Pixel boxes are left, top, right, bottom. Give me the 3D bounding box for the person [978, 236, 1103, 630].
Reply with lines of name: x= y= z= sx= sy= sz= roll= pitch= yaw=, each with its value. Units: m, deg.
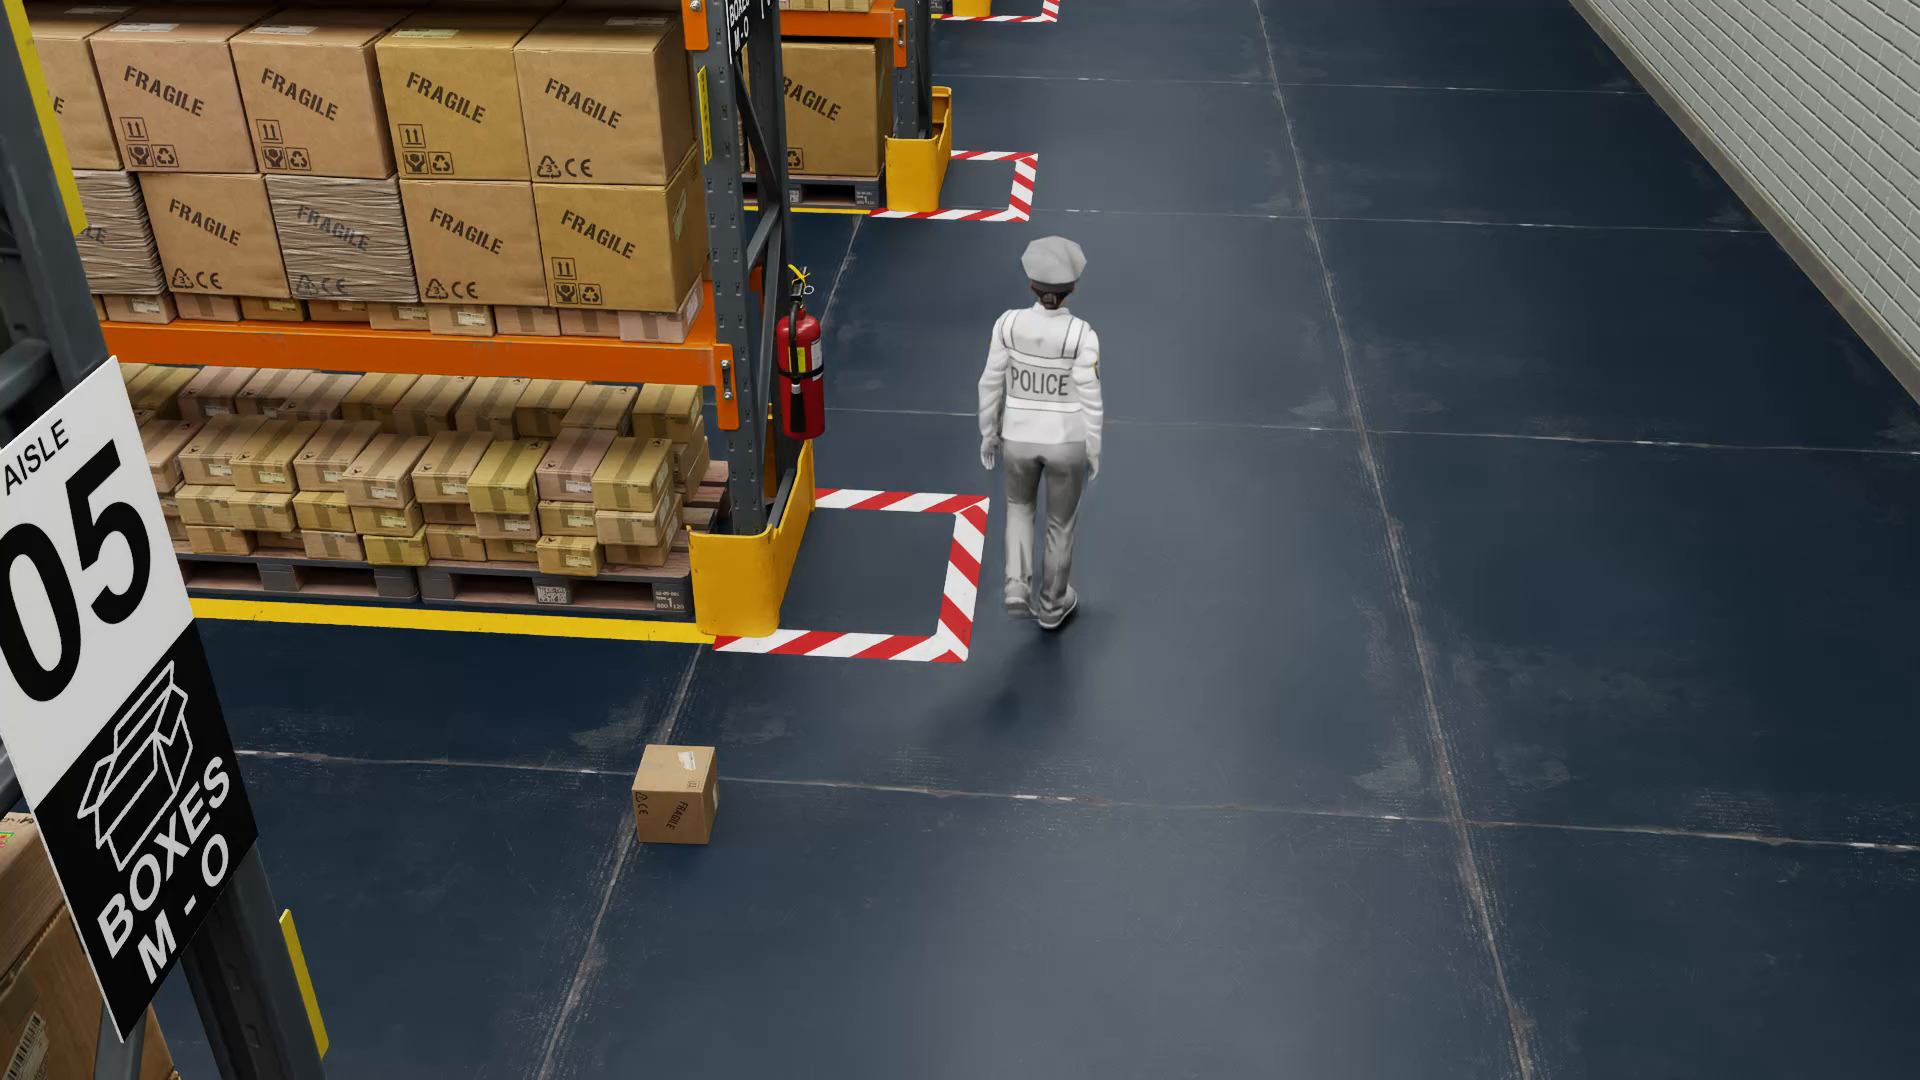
person: x=0.305 y=-0.378 z=6.694 sx=0.518 sy=1.660 sz=0.497 roll=10 pitch=33 yaw=15
